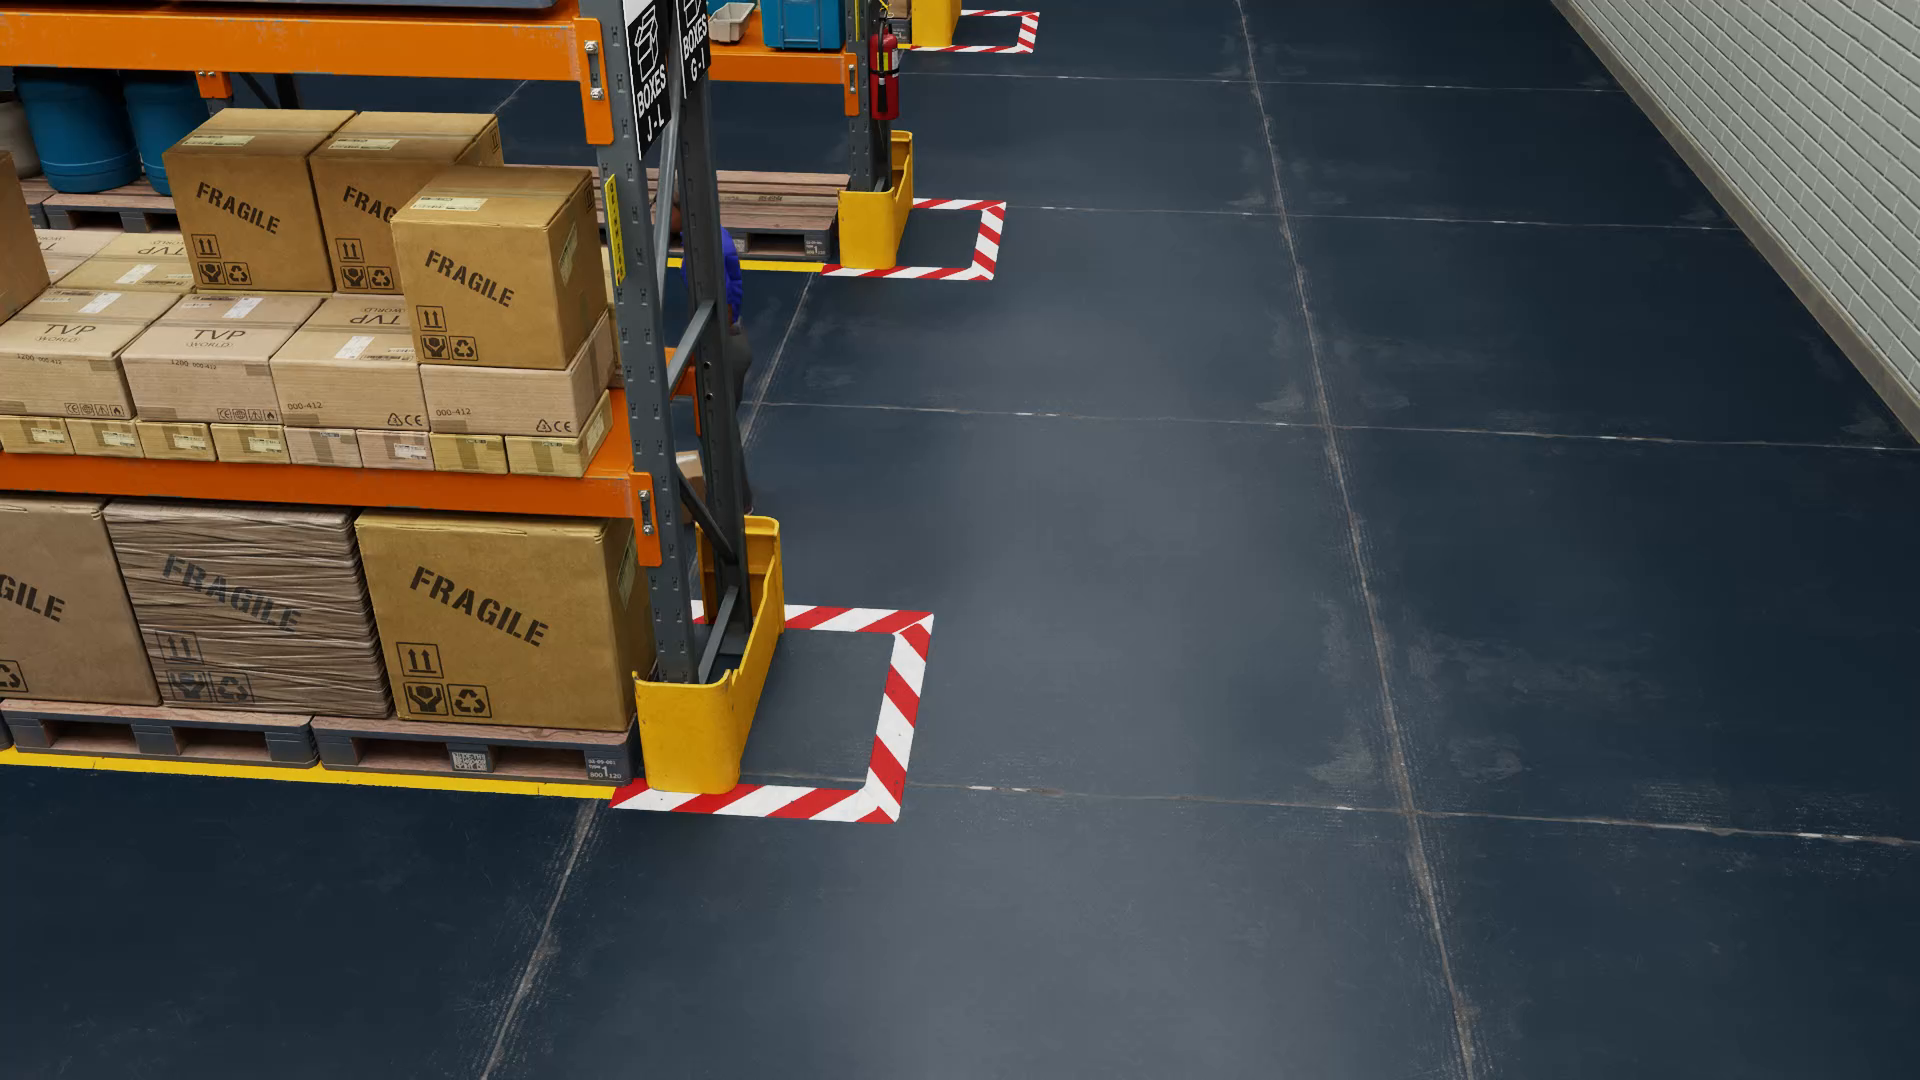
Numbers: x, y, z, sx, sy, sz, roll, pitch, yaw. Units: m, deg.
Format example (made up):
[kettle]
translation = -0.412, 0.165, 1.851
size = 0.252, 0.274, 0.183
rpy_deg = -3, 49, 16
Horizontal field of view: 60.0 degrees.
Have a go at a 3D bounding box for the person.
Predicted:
[person]
translation = -1.121, -0.868, 7.524
size = 0.349, 1.653, 0.505
rpy_deg = -6, 33, -10
